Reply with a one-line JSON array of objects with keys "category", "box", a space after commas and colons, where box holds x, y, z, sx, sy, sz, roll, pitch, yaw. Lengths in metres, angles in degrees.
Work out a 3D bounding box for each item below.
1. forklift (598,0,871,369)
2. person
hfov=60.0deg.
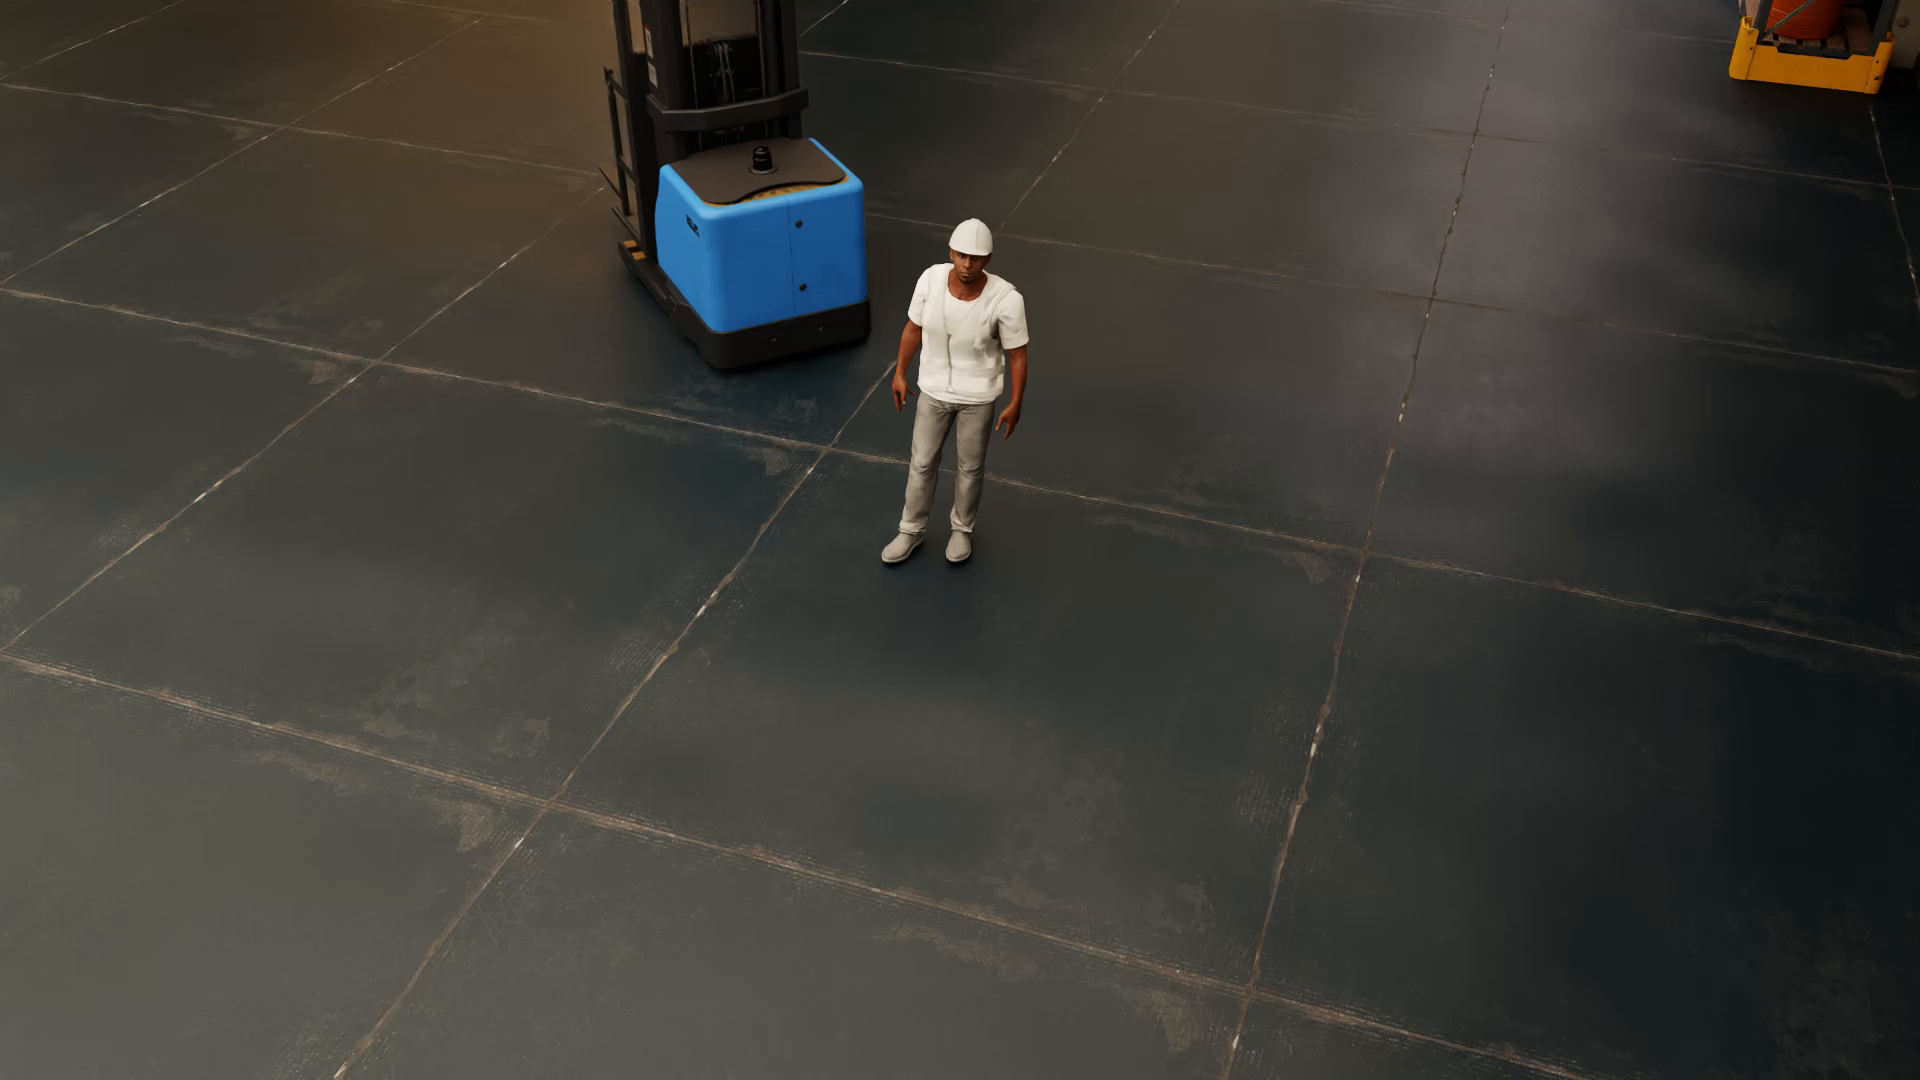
[{"category": "forklift", "box": [-1.661, -3.062, 10.429, 1.130, 2.935, 3.031, -16, 38, -21]}, {"category": "person", "box": [-0.029, -0.690, 8.078, 0.666, 1.765, 0.577, 12, 37, 16]}]
